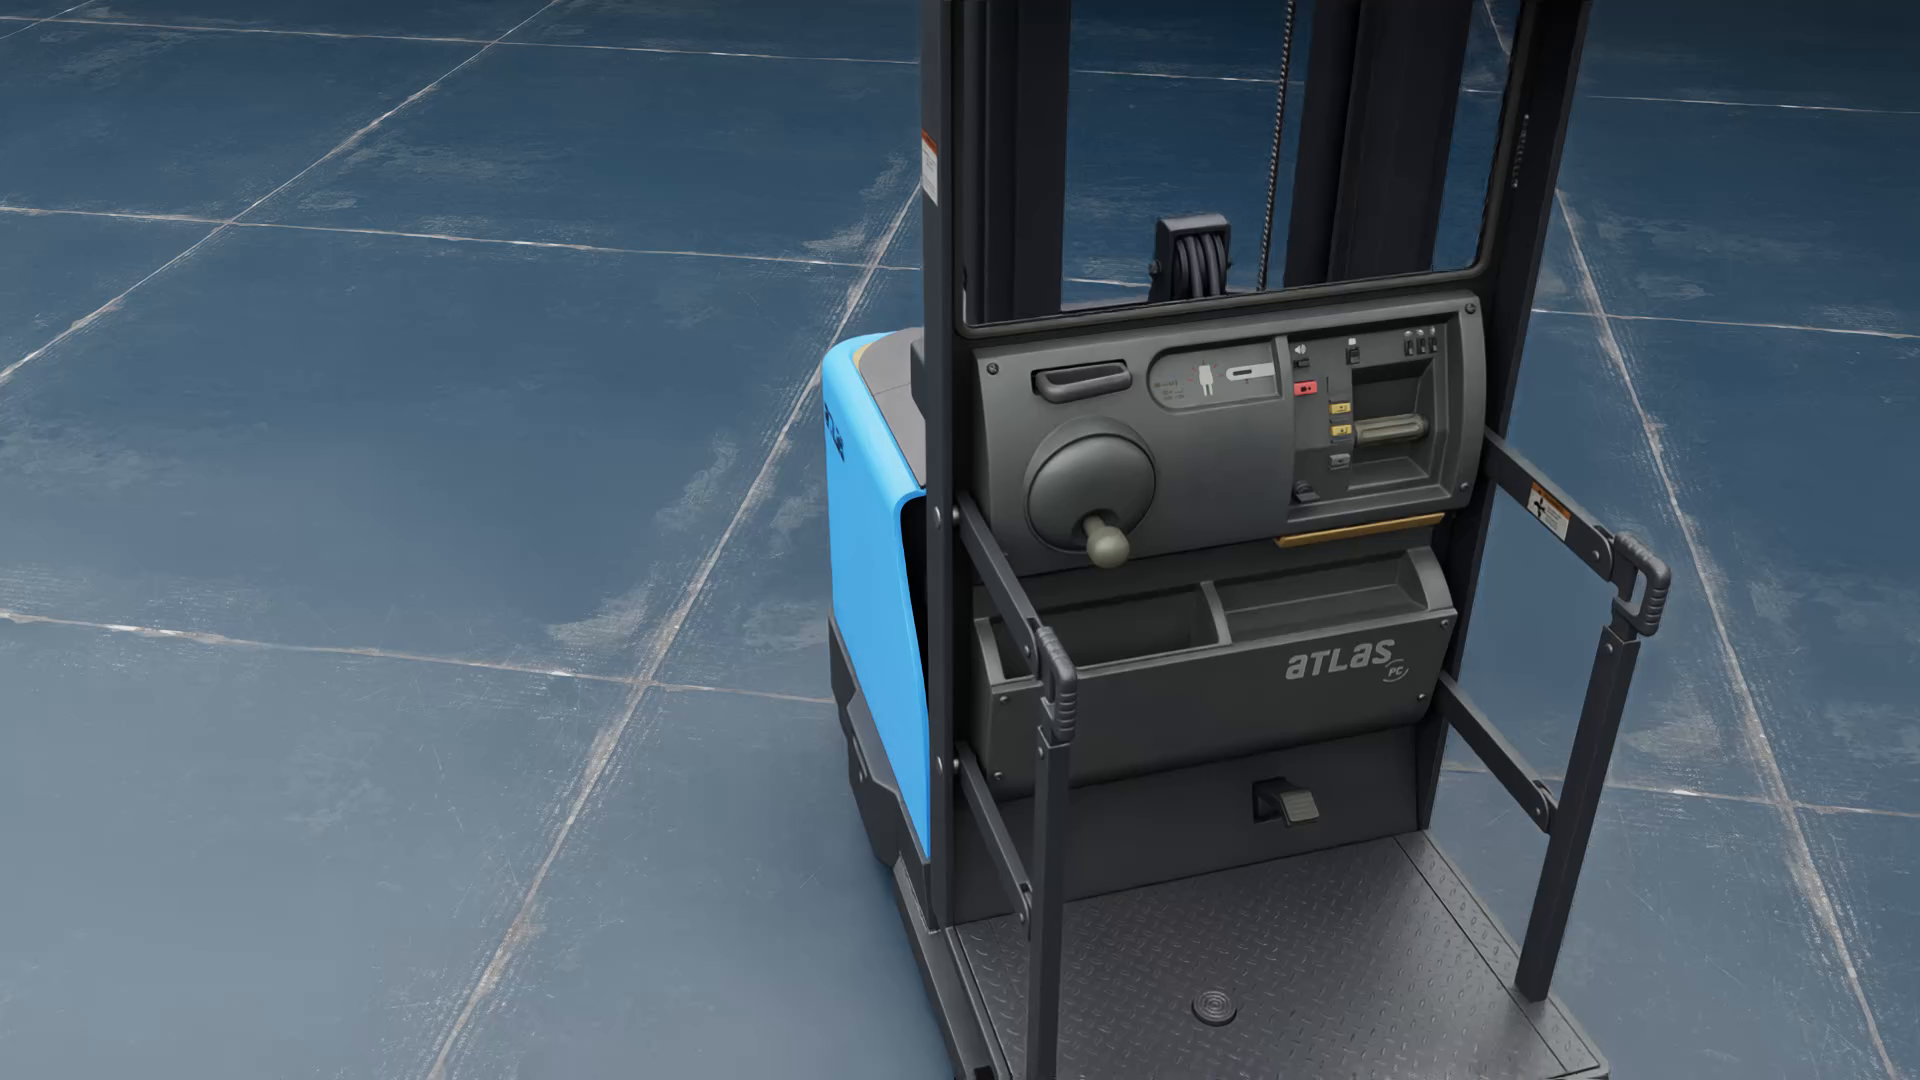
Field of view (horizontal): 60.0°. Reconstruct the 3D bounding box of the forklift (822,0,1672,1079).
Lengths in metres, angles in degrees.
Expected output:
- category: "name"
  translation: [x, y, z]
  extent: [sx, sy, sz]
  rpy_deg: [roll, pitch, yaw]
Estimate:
- category: "forklift"
  translation: [0.544, -0.136, 2.704]
  extent: [1.130, 2.935, 3.031]
  rpy_deg: [-9, 33, -13]
